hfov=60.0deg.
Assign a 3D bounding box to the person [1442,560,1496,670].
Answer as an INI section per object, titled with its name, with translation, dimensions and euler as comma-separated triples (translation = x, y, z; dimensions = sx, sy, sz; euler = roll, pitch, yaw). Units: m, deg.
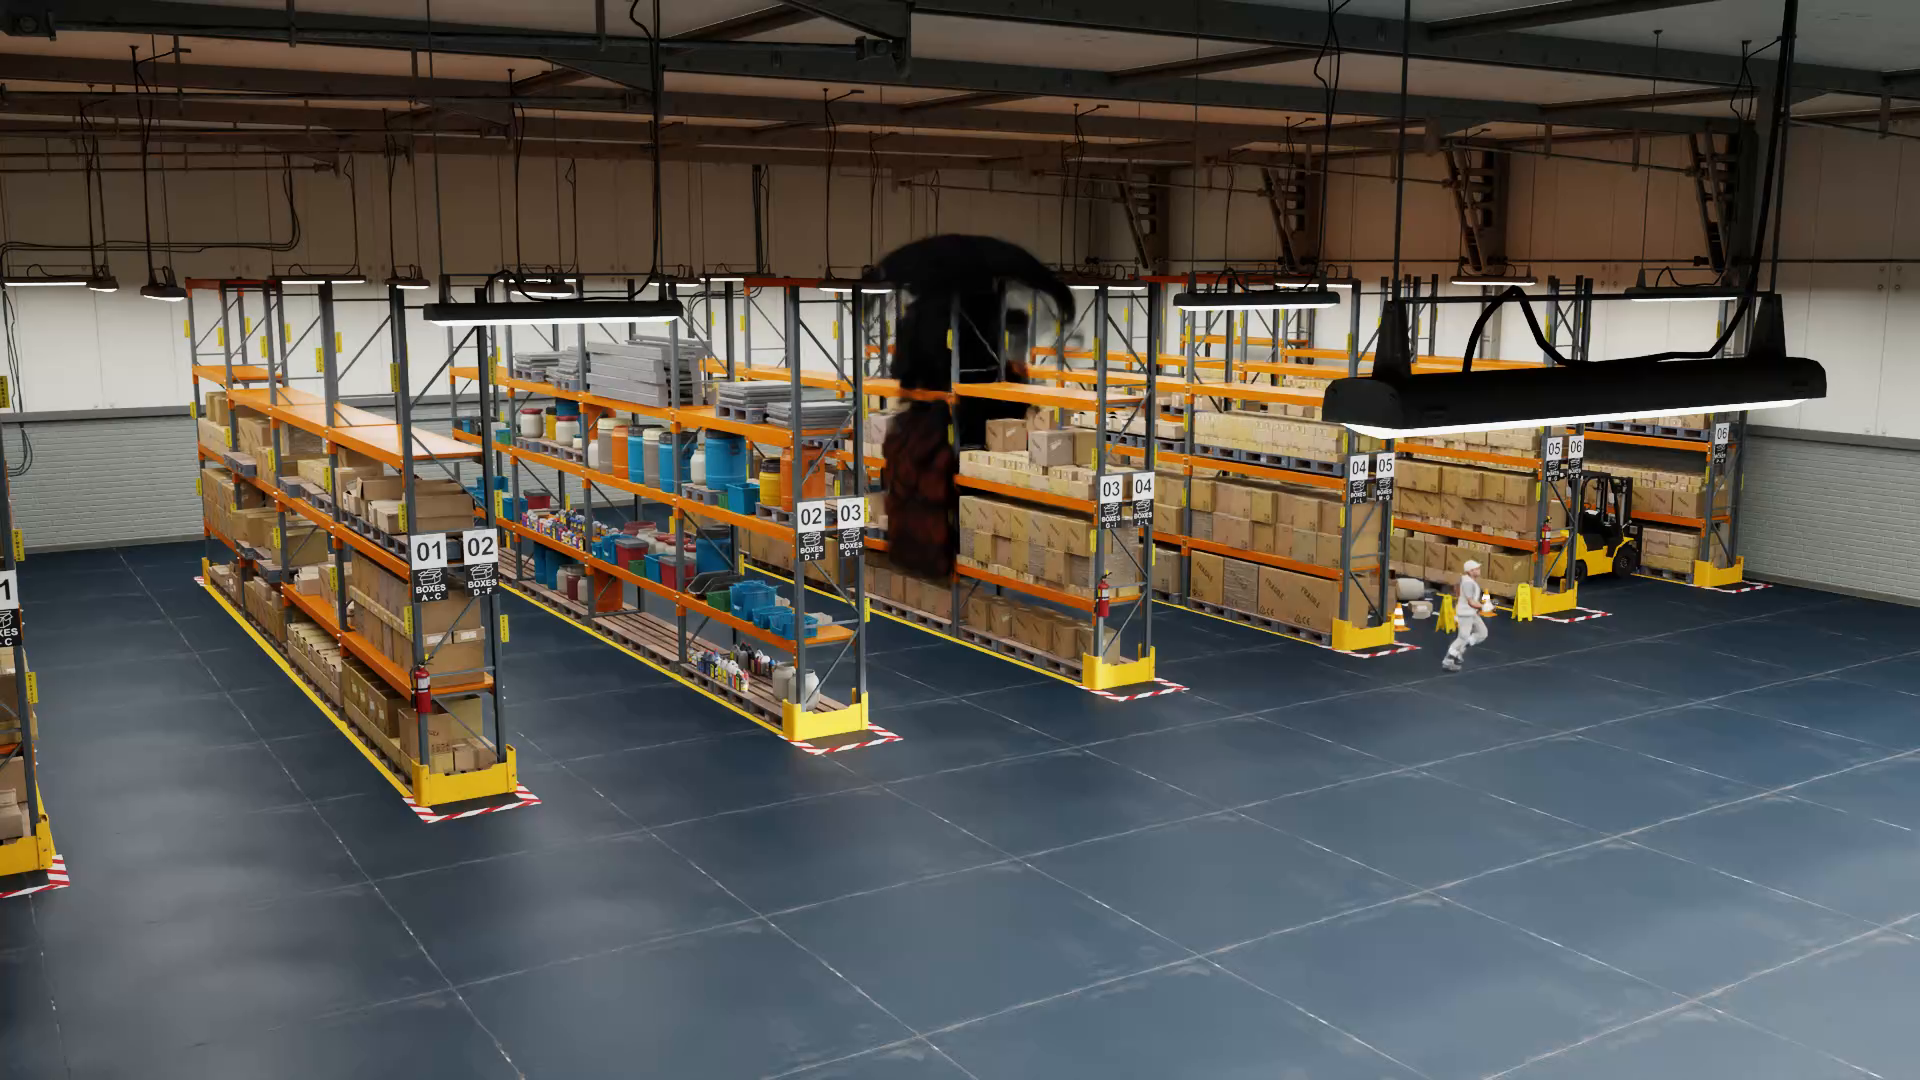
[person]
translation = 7.923, 1.157, 25.820
dimensions = 0.759, 1.735, 0.690
euler = 4, 10, 21
